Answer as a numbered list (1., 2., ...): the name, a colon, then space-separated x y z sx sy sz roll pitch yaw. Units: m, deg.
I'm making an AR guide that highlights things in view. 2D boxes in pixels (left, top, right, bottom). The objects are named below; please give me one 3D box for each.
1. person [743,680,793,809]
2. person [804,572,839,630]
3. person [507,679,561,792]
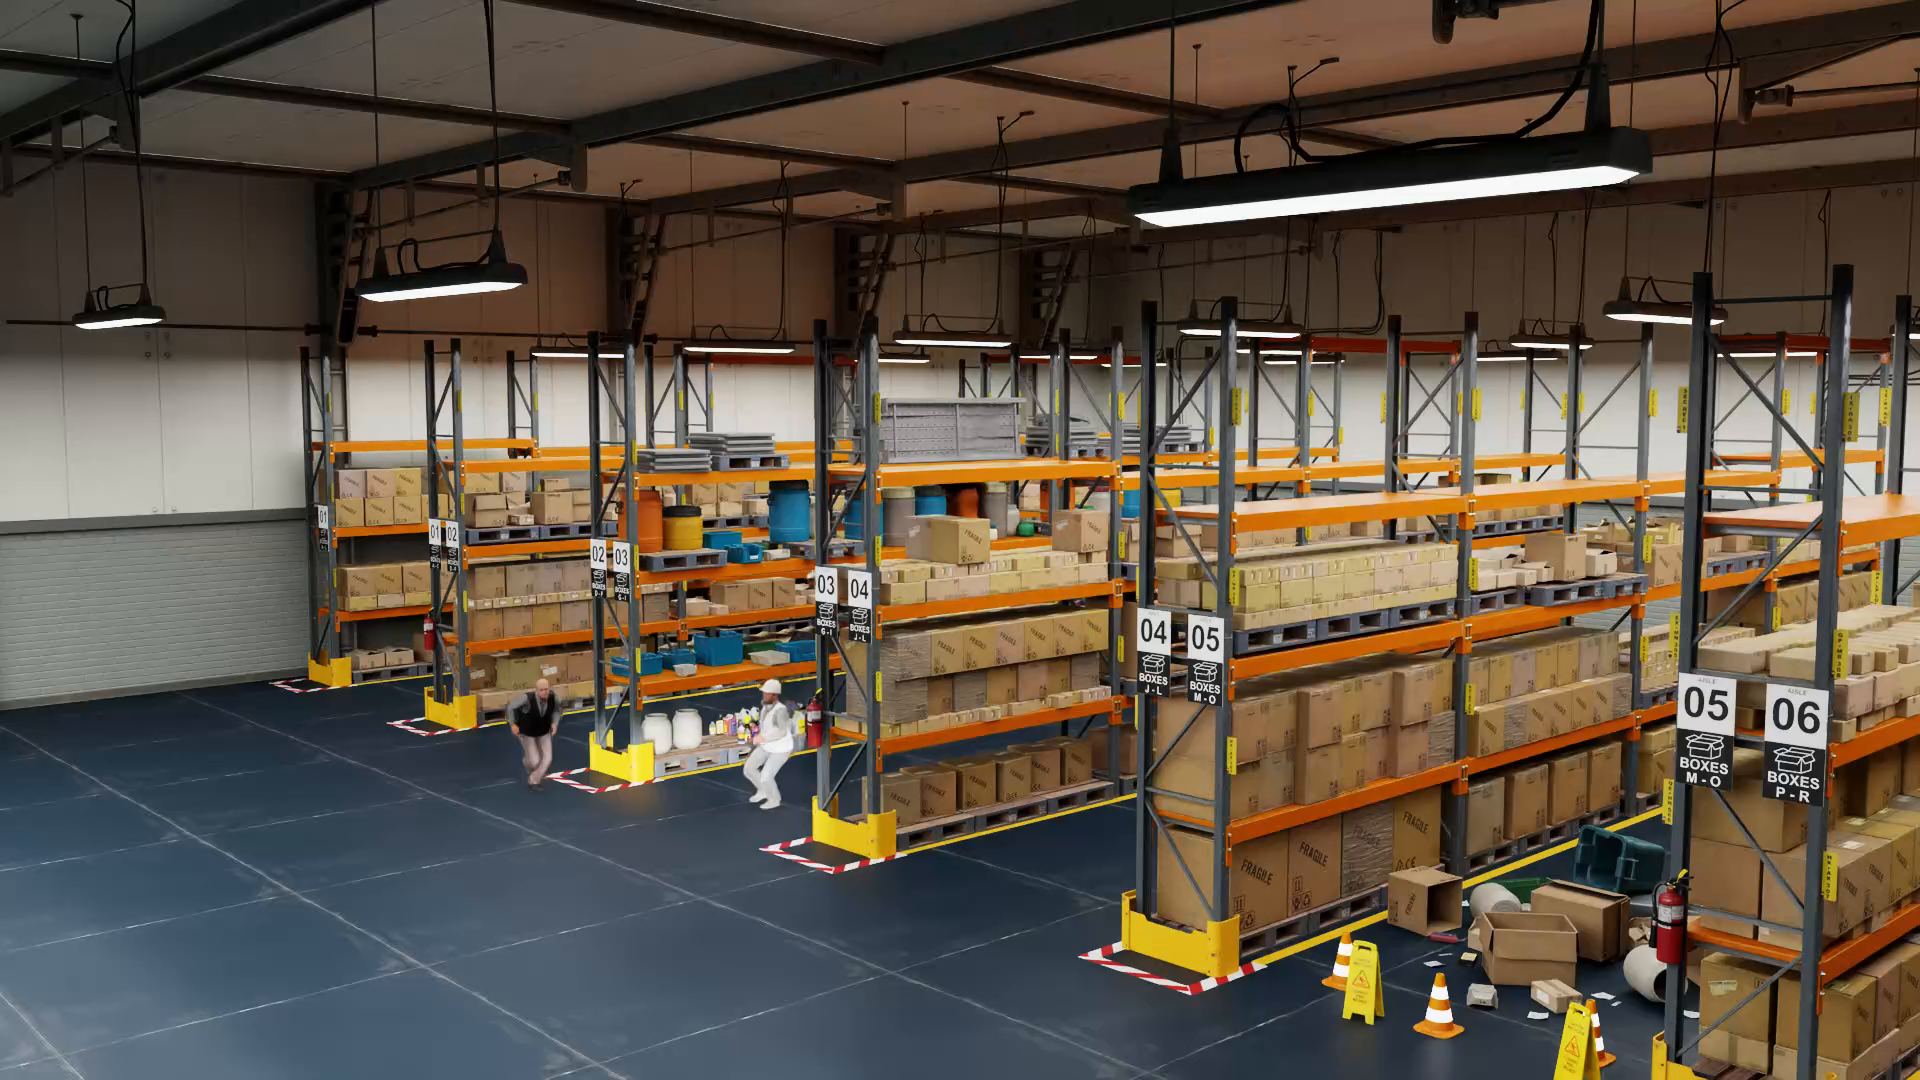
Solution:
1. person: -2.396 2.536 20.518 0.638 1.674 0.841 -4 7 -41
2. person: -2.697 1.431 33.219 0.681 1.629 0.930 3 6 27
3. person: -5.520 2.521 21.520 0.675 1.536 0.865 -3 6 -33
